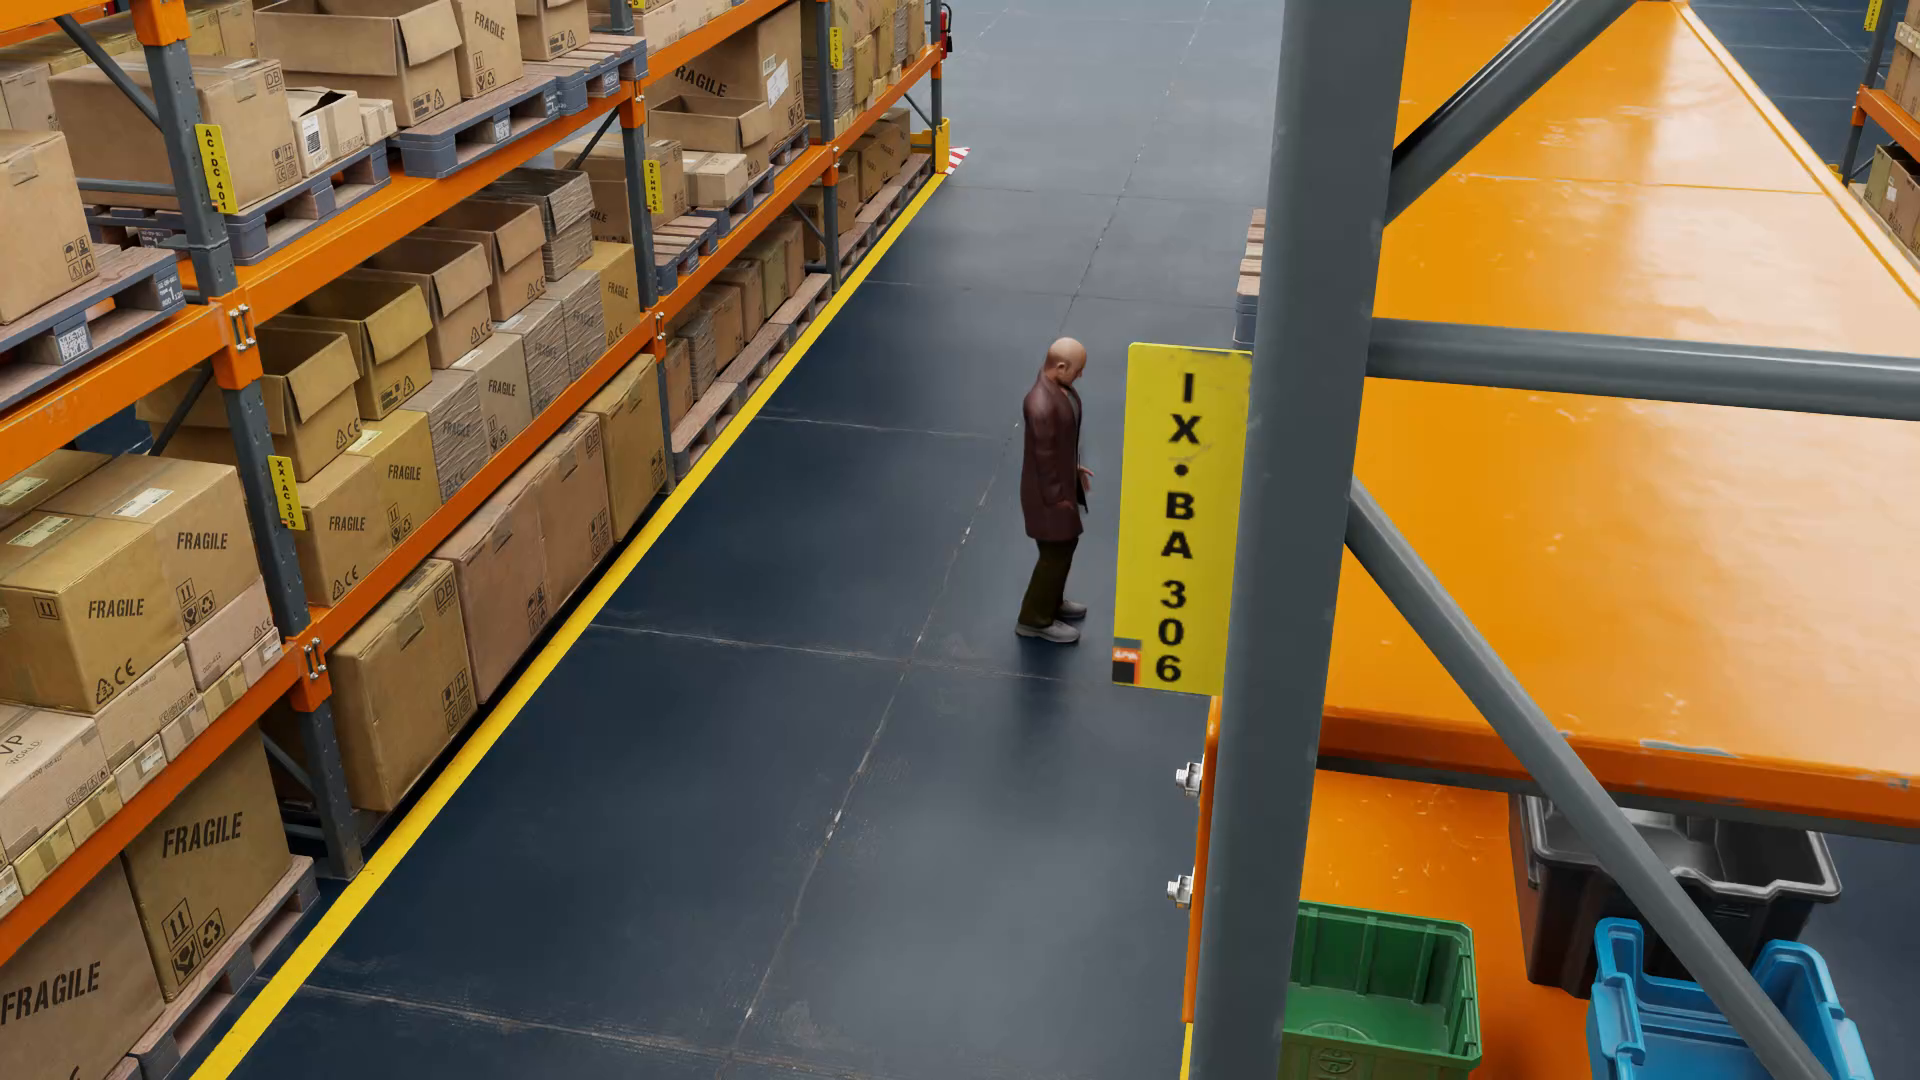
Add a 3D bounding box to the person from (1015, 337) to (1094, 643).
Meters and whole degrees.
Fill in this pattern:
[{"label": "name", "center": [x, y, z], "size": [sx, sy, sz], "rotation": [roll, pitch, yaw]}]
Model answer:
[{"label": "person", "center": [0.534, -0.295, 9.211], "size": [0.382, 1.761, 0.572], "rotation": [6, 29, 12]}]
